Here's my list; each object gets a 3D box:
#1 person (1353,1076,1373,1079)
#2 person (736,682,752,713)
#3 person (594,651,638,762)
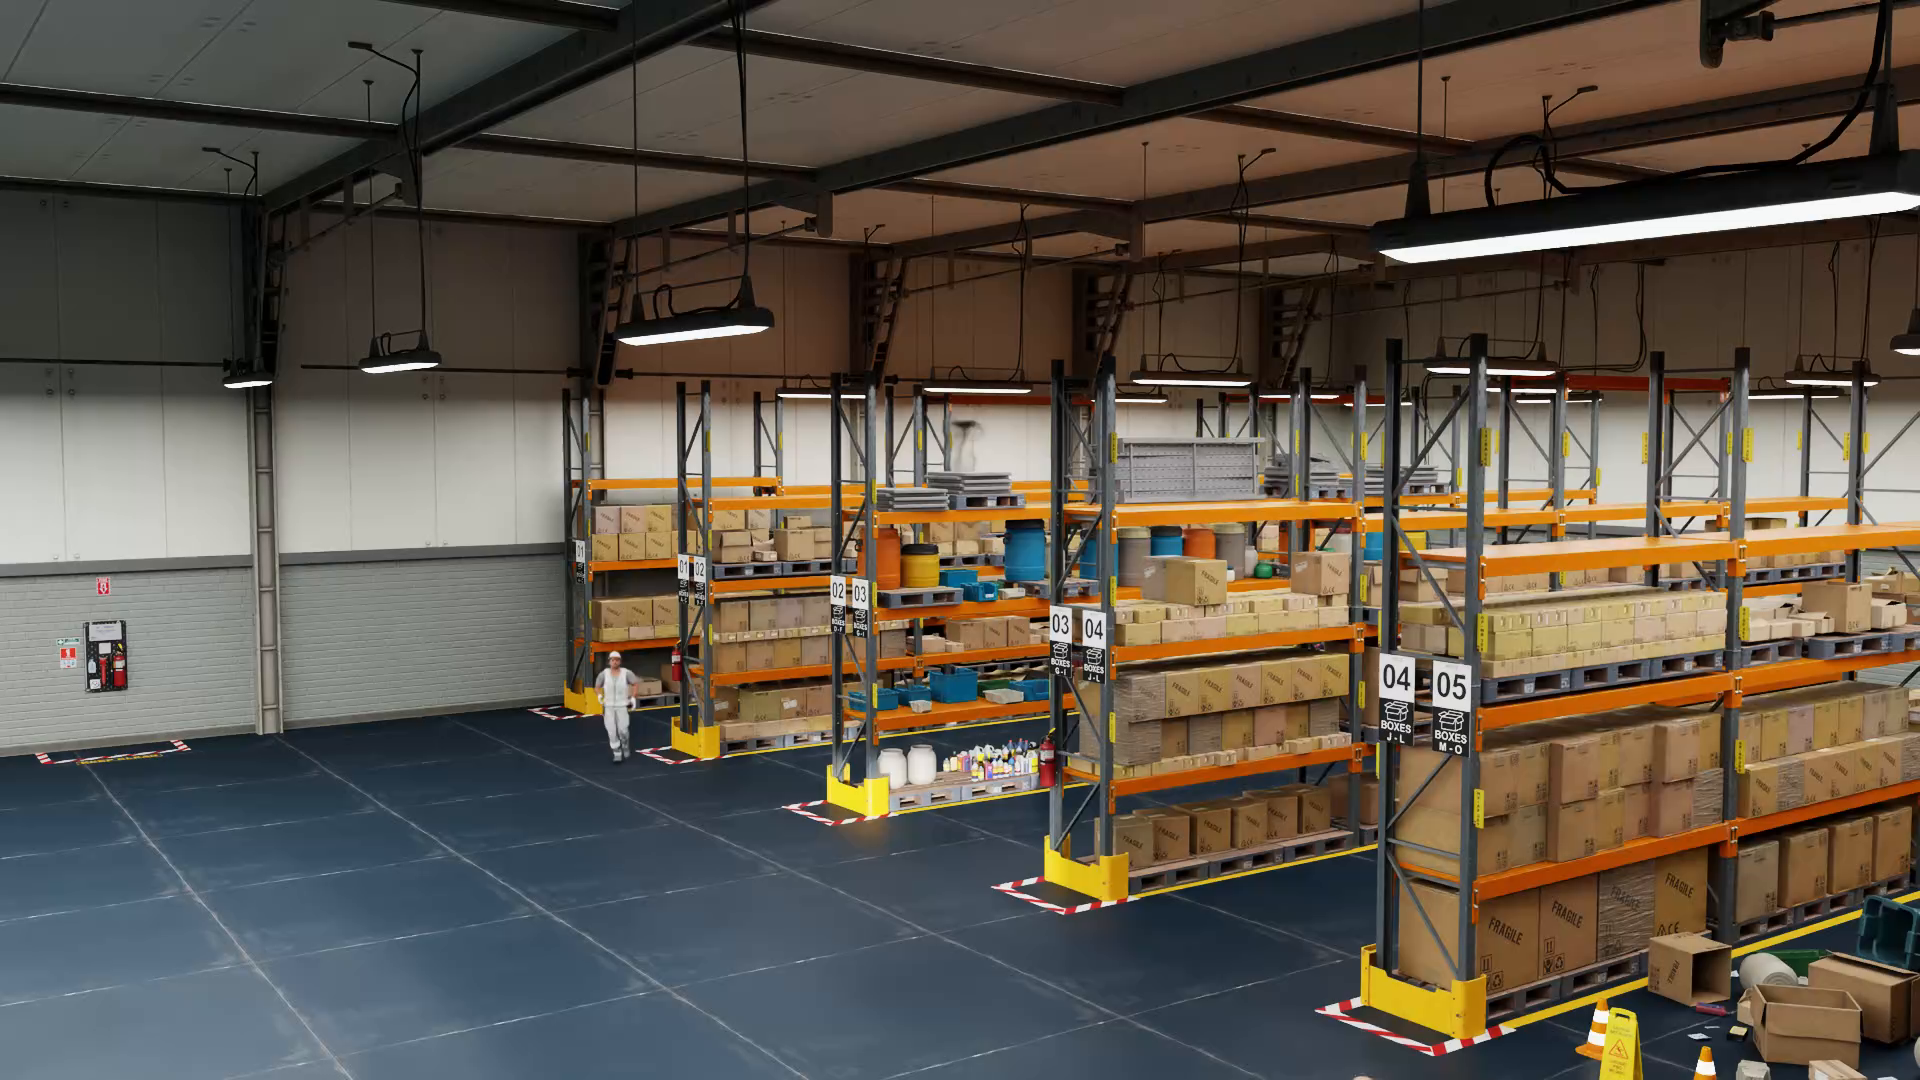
[{"bbox_3d":[2.145,3.719,8.762,0.680,1.848,0.832,2,4,23],"label":"person"},{"bbox_3d":[-3.713,2.498,29.207,0.547,1.639,0.704,4,5,44],"label":"person"},{"bbox_3d":[-5.395,2.613,26.017,0.671,1.746,0.583,0,4,-4],"label":"person"}]
